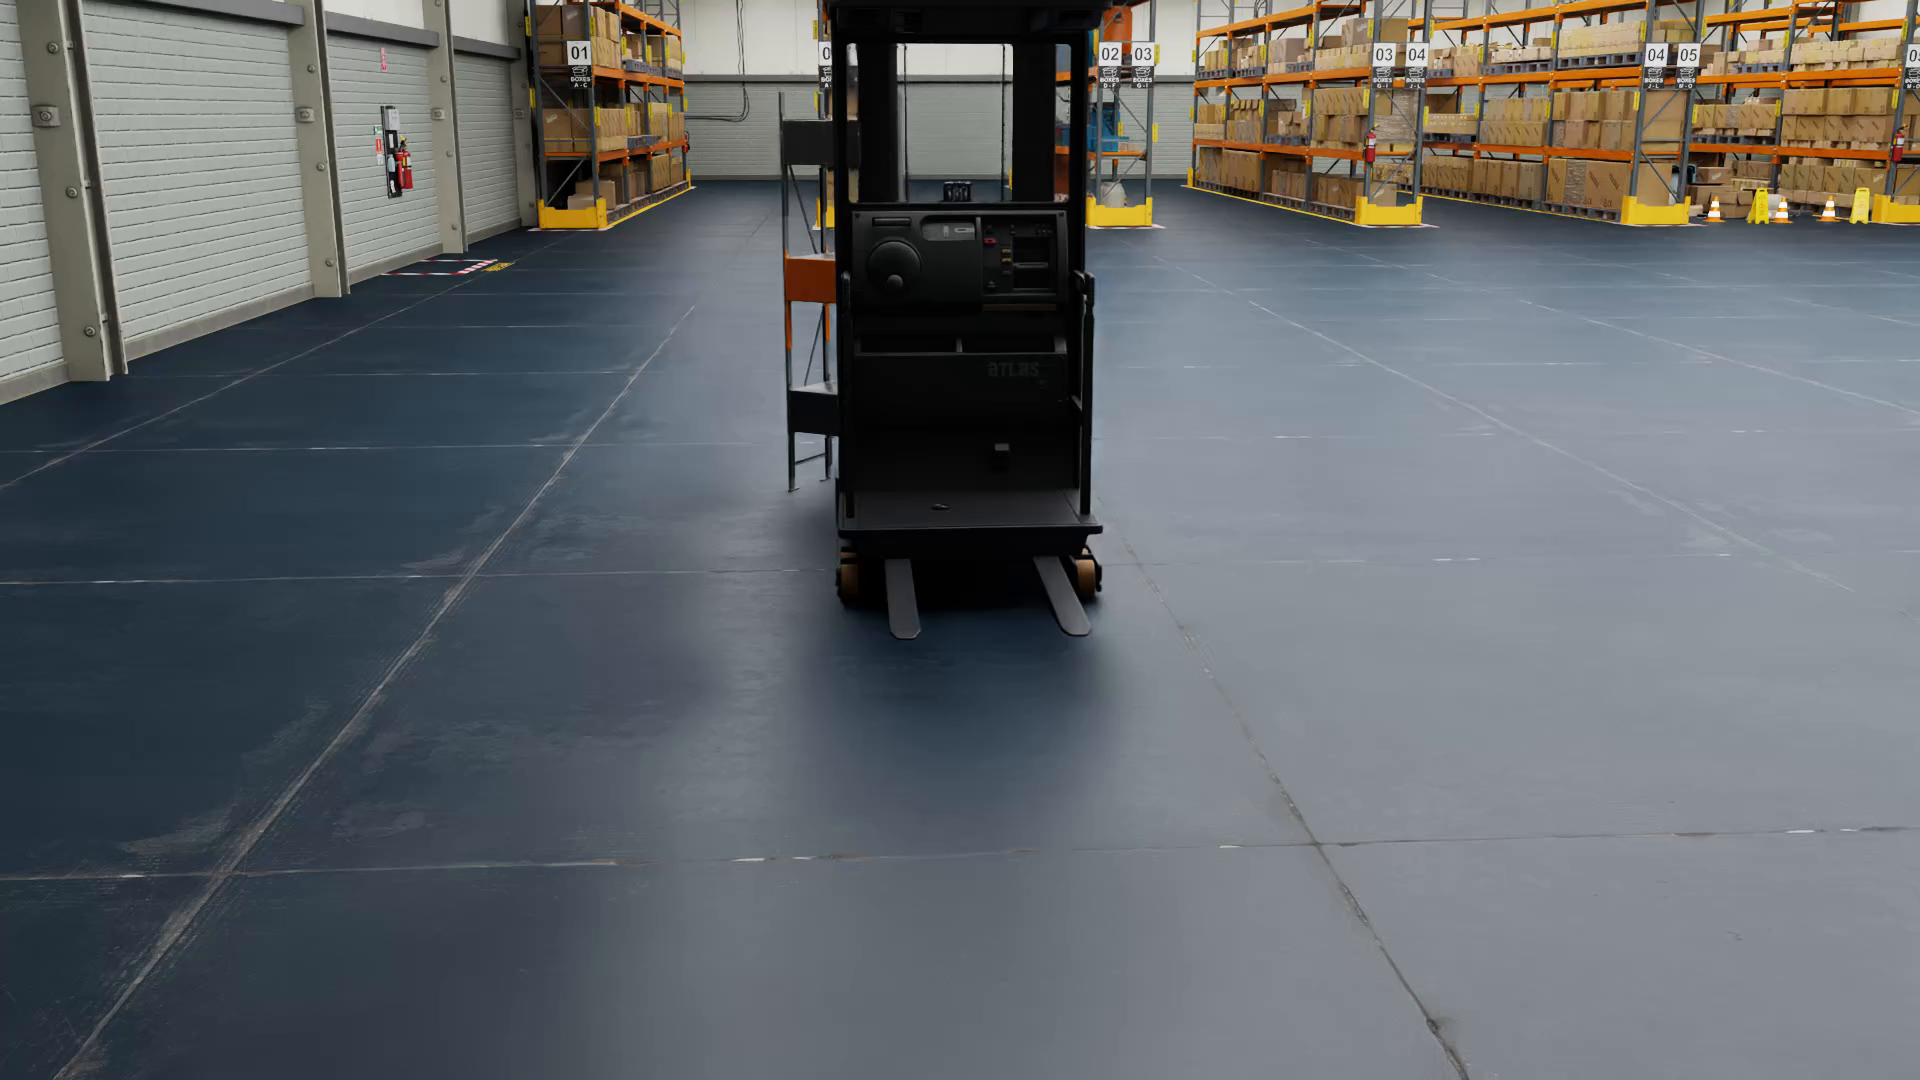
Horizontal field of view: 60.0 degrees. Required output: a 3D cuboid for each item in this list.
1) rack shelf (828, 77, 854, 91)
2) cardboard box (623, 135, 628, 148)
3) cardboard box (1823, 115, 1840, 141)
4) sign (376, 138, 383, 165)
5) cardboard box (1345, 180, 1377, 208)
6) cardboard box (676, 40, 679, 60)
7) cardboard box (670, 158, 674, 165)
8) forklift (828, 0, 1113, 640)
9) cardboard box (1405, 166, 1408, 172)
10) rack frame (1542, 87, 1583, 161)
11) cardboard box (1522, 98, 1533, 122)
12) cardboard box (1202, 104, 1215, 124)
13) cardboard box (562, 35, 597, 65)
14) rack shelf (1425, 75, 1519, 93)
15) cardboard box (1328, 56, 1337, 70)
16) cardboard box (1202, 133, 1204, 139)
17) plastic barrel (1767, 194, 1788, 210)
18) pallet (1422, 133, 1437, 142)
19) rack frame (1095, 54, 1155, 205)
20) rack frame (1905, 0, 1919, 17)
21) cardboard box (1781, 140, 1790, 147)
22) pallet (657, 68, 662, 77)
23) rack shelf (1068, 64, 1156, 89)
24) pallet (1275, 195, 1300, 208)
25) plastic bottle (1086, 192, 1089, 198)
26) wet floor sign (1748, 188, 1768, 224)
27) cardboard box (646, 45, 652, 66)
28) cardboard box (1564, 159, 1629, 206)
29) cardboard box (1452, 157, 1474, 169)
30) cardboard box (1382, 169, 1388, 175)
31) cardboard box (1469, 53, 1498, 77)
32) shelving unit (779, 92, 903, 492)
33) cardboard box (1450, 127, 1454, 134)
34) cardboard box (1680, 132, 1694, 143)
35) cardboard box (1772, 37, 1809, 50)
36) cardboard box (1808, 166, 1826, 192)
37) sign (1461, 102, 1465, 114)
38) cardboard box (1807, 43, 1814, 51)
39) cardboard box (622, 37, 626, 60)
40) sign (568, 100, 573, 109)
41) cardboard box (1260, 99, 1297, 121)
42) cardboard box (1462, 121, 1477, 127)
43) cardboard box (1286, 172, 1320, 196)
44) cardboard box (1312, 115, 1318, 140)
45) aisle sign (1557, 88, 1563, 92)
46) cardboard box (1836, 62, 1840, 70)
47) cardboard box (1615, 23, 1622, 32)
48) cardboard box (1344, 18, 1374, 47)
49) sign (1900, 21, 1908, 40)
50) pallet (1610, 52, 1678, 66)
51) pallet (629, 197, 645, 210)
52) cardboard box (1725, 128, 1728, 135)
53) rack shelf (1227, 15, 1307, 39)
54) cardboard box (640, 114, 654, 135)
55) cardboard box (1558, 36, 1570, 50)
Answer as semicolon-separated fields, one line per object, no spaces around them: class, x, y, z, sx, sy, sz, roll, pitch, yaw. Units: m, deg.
rack shelf;-2.359;-9.712;35.176;1.077;0.370;4.000;-1;14;-3
cardboard box;-6.847;-7.857;32.803;0.500;0.250;0.500;-1;14;-3
cardboard box;17.416;-8.119;32.764;0.500;0.500;0.500;-1;14;-3
sign;-7.420;-4.969;21.249;0.001;0.329;0.234;-1;14;-3
cardboard box;7.787;-6.720;32.297;0.500;0.500;0.500;0;14;2
cardboard box;-7.585;-12.710;43.137;0.500;0.500;0.500;0;14;-2
cardboard box;-7.458;-9.605;42.208;0.380;0.149;0.250;0;14;-2
forklift;0.017;-1.242;6.971;1.130;2.935;3.031;-1;14;-4
cardboard box;11.754;-9.623;43.092;0.380;0.149;0.250;-1;14;-4
rack frame;16.800;-11.399;46.312;1.000;3.000;0.127;-1;14;-3
cardboard box;12.508;-9.223;35.646;0.700;0.500;0.500;-1;14;-3
cardboard box;6.739;-11.304;44.141;0.500;0.500;0.500;-1;14;-5
cardboard box;-6.702;-8.636;29.309;0.500;0.500;0.500;-1;14;-2
rack shelf;12.238;-10.910;39.833;1.077;0.370;4.000;-1;14;-3
cardboard box;7.483;-9.271;32.320;0.500;0.250;0.500;-1;15;-6
cardboard box;6.667;-10.776;44.392;0.380;0.149;0.250;-1;14;-5
plastic barrel;16.152;-6.663;33.073;0.512;0.421;0.421;10;18;35
pallet;12.016;-10.018;41.327;1.003;0.211;1.213;-1;14;-3
rack frame;2.957;-7.191;29.954;1.000;3.000;0.127;-1;14;-3
rack frame;22.250;-12.393;38.133;1.000;3.000;0.127;-1;14;-3
cardboard box;17.243;-8.210;34.420;0.380;0.149;0.250;-1;14;-4
pallet;-7.568;-11.155;39.726;0.805;0.209;1.217;-1;15;-6
rack shelf;2.833;-8.792;31.603;1.077;0.370;4.000;-1;14;-3
pallet;7.524;-7.409;36.400;1.003;0.211;1.213;-1;14;-3
plastic bottle;2.417;-6.598;32.233;0.152;0.276;0.135;-1;14;-3
wet floor sign;14.835;-6.202;30.836;0.267;0.644;0.232;-3;15;-13
cardboard box;-7.630;-11.378;39.127;0.700;0.500;0.500;-1;14;-4
cardboard box;12.638;-7.106;33.047;0.875;0.875;0.875;-1;14;-3
cardboard box;12.015;-8.956;39.483;0.500;0.250;0.500;-1;14;-3
cardboard box;11.614;-9.936;44.907;0.380;0.149;0.250;0;14;-2
cardboard box;12.073;-10.947;38.335;0.500;0.500;0.500;-1;14;-3
shelving unit;-0.614;-1.292;8.835;0.503;2.100;0.431;8;16;28
cardboard box;11.830;-9.693;39.342;0.380;0.149;0.250;-1;14;-4
cardboard box;17.005;-9.459;39.071;0.500;0.250;0.500;-1;14;-5
cardboard box;17.381;-10.383;34.795;0.500;0.250;0.500;-1;14;-2
cardboard box;17.386;-7.237;33.305;0.500;0.500;0.500;0;14;-1
sign;12.667;-10.873;41.943;0.100;0.325;0.005;-1;14;-3
cardboard box;17.290;-9.919;33.441;0.380;0.149;0.250;-1;14;-5
cardboard box;-7.209;-10.181;34.513;0.500;0.500;0.500;-1;14;-5
sign;-7.733;-8.584;33.045;0.100;0.325;0.005;-1;14;-3
cardboard box;7.376;-9.973;38.554;0.797;0.503;0.637;0;14;-2
cardboard box;11.876;-9.650;38.576;0.380;0.149;0.250;-1;14;-2
cardboard box;7.555;-7.814;36.511;0.700;0.500;0.500;0;14;1
cardboard box;7.619;-8.342;33.630;0.875;0.500;0.500;-1;14;-3
aisle sign;16.506;-12.672;46.040;0.394;0.787;0.004;-1;14;-3
cardboard box;17.413;-9.281;32.561;0.380;0.149;0.250;-1;14;-3
cardboard box;12.450;-9.556;30.989;0.380;0.149;0.250;-1;14;-2
cardboard box;7.552;-9.536;31.249;0.500;0.500;0.500;-1;14;-3
sign;17.236;-9.298;30.348;0.100;0.325;0.005;-1;14;-3
pallet;12.801;-8.913;30.805;1.003;0.211;1.213;-1;14;-3
pallet;-7.307;-7.180;35.508;1.003;0.211;1.213;-1;14;-3
cardboard box;17.231;-9.071;36.924;0.380;0.149;0.250;0;14;-1
rack shelf;7.281;-12.118;39.309;1.077;0.370;4.000;-1;14;-3
cardboard box;-7.201;-9.354;37.525;0.500;0.500;0.500;0;14;-2
cardboard box;12.360;-9.963;33.371;0.500;0.250;0.500;-1;14;-3
